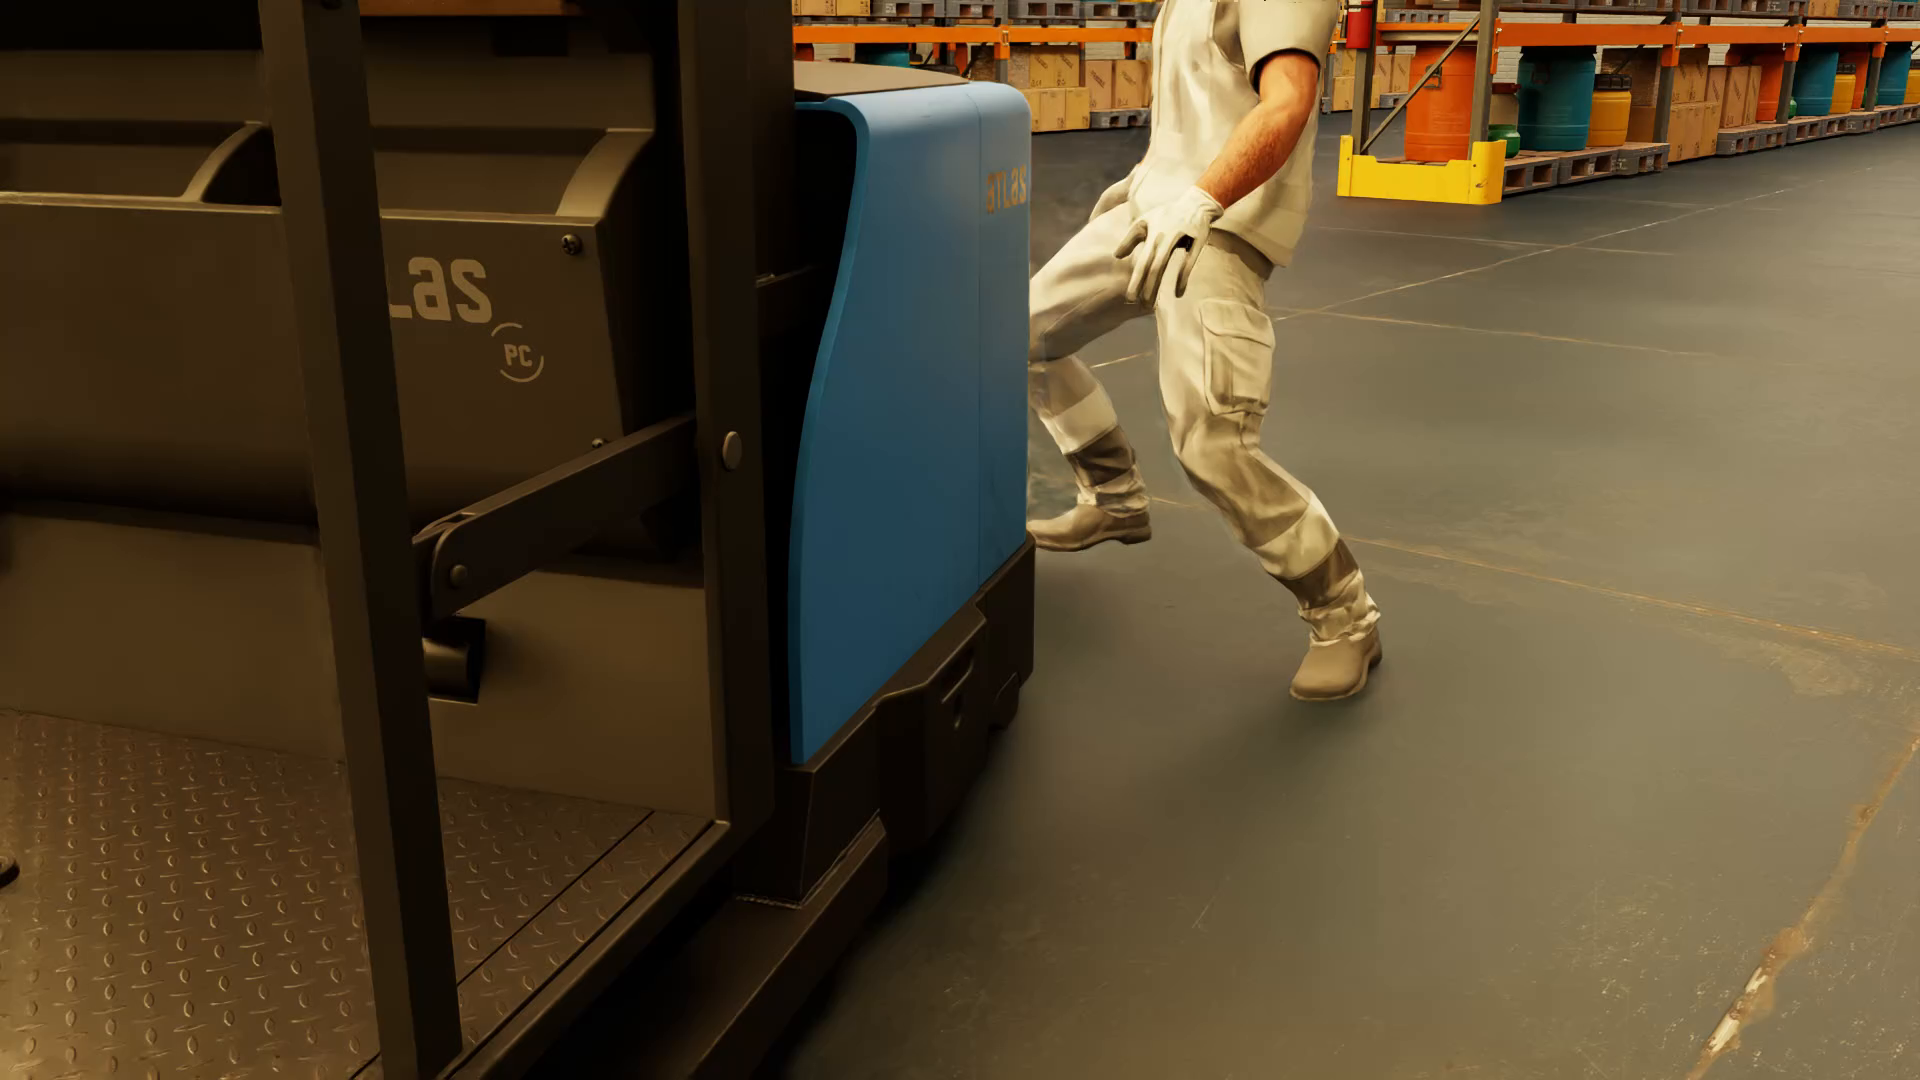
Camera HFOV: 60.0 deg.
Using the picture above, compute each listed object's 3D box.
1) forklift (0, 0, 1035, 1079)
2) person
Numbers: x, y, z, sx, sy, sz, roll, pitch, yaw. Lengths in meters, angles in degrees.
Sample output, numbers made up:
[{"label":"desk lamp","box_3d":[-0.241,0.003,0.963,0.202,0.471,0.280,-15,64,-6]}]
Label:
[{"label":"forklift","box_3d":[-0.814,-0.757,1.389,1.130,2.935,3.031,5,18,17]},{"label":"person","box_3d":[0.446,-0.595,3.120,0.678,1.651,0.993,-2,17,-6]}]
